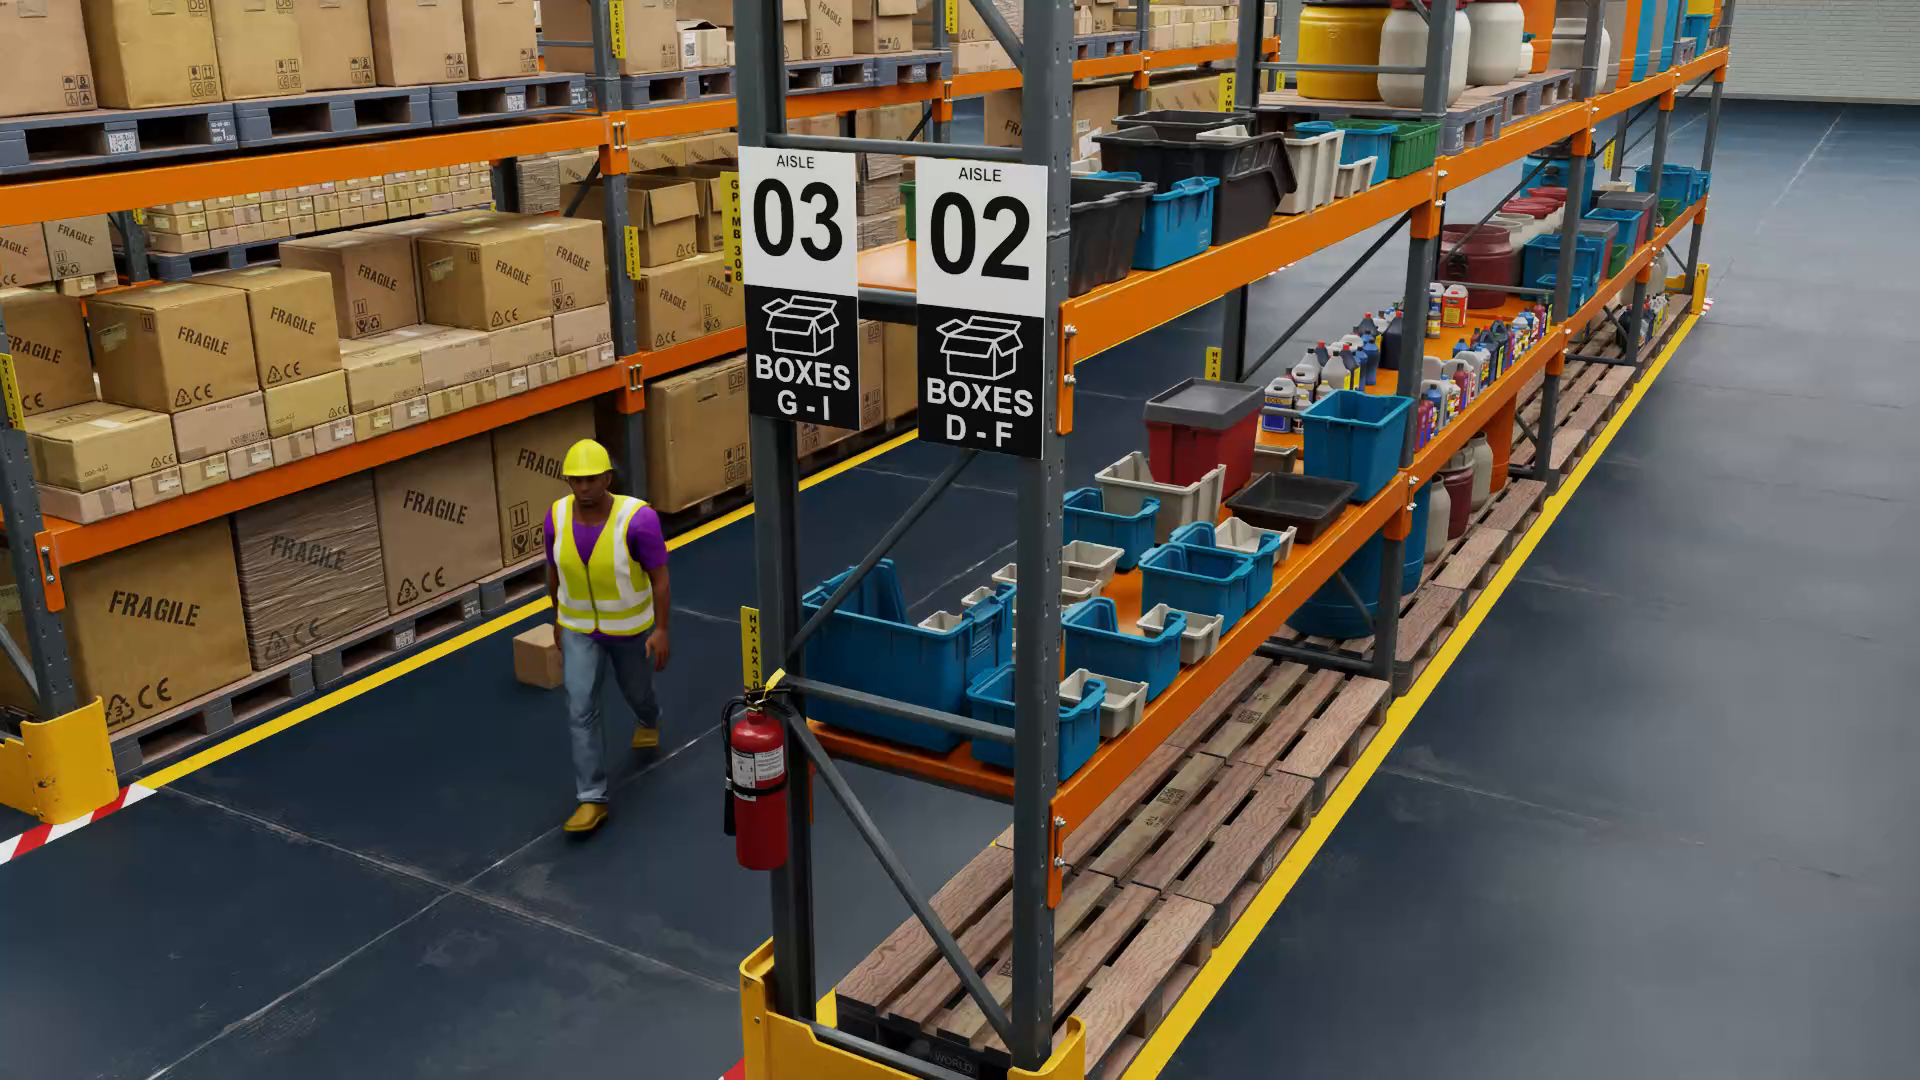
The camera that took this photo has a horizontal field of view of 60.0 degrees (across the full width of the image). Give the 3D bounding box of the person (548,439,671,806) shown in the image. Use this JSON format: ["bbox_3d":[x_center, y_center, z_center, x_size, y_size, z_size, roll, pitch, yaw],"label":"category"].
[{"bbox_3d":[-1.576,0.310,7.580,0.595,1.665,0.865,1,19,2],"label":"person"}]
